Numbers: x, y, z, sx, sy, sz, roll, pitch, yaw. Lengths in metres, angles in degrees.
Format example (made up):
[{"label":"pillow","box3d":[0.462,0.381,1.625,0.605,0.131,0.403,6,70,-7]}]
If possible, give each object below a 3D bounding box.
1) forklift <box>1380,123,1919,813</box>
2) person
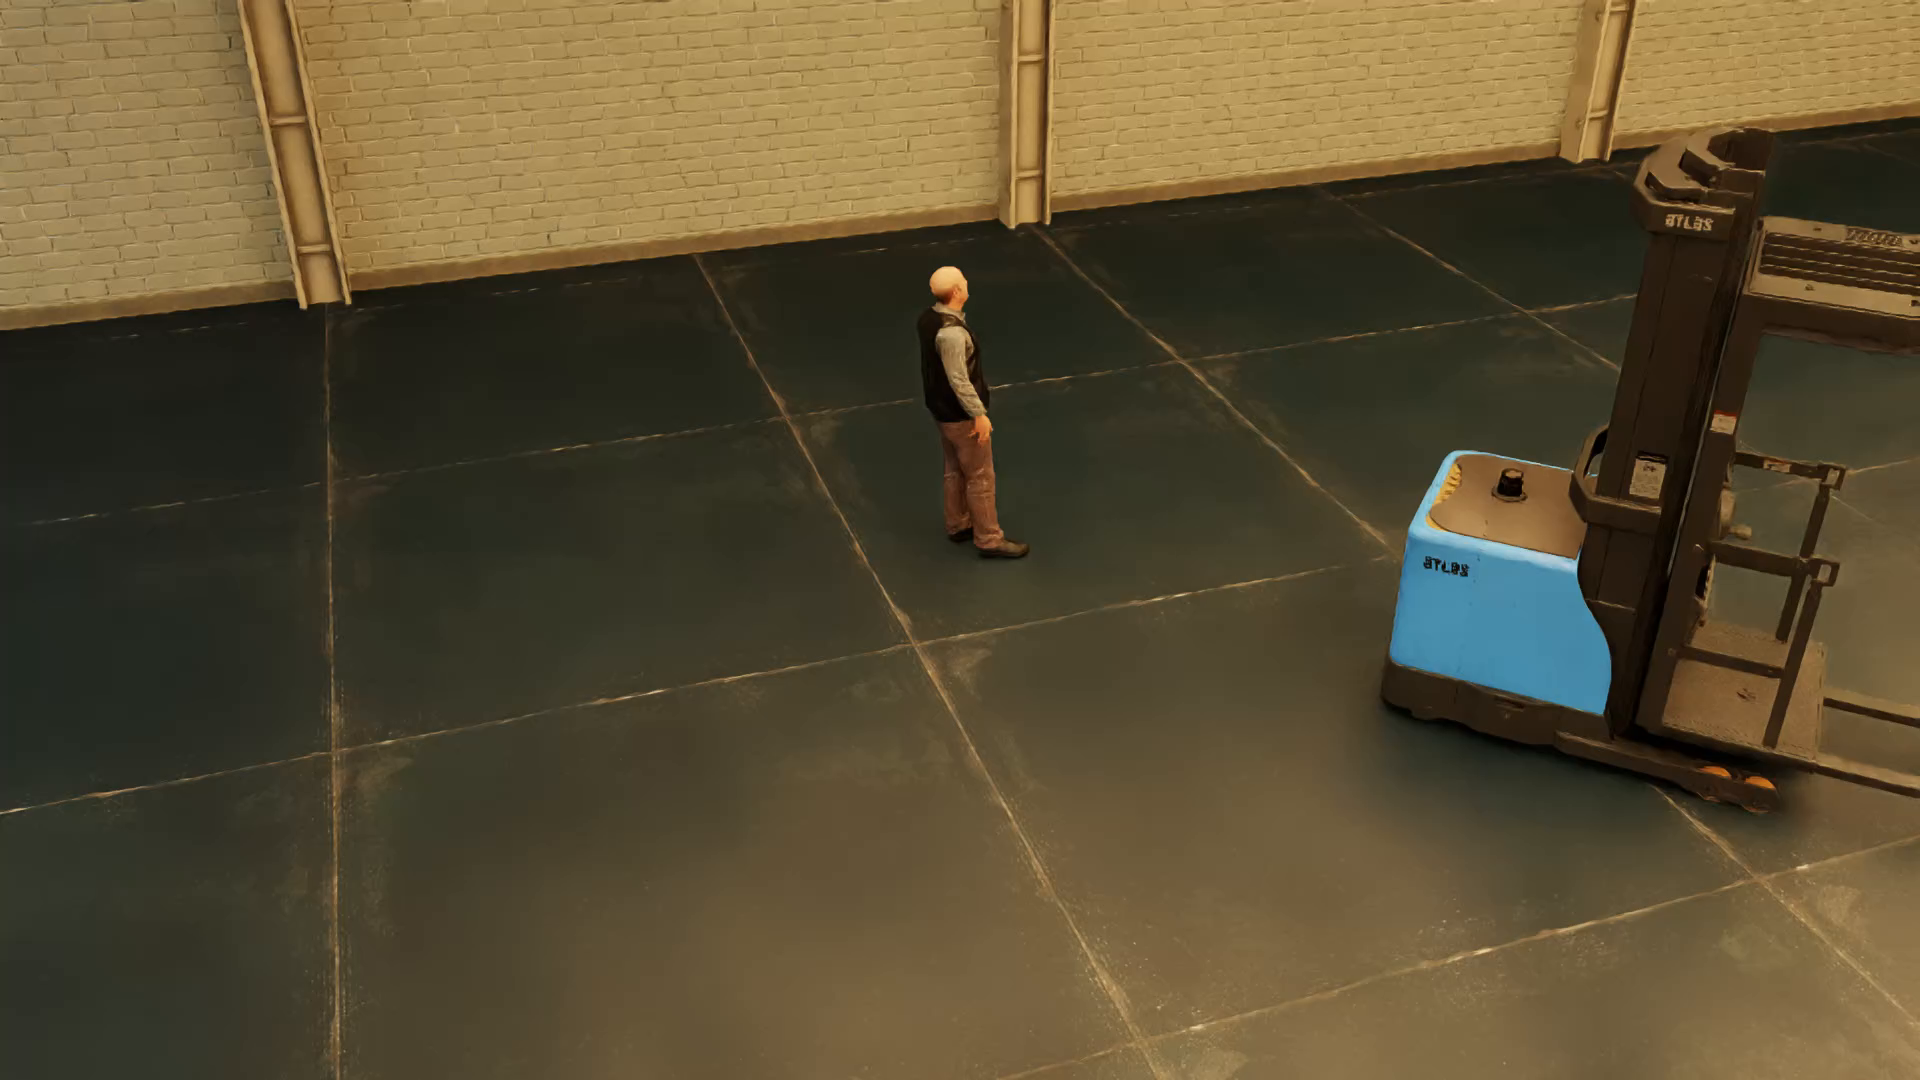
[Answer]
[{"label":"forklift","box3d":[3.708,-0.294,7.597,3.031,2.935,1.130,14,33,23]},{"label":"person","box3d":[0.062,-0.758,9.604,0.567,1.720,0.632,-10,31,-16]}]
